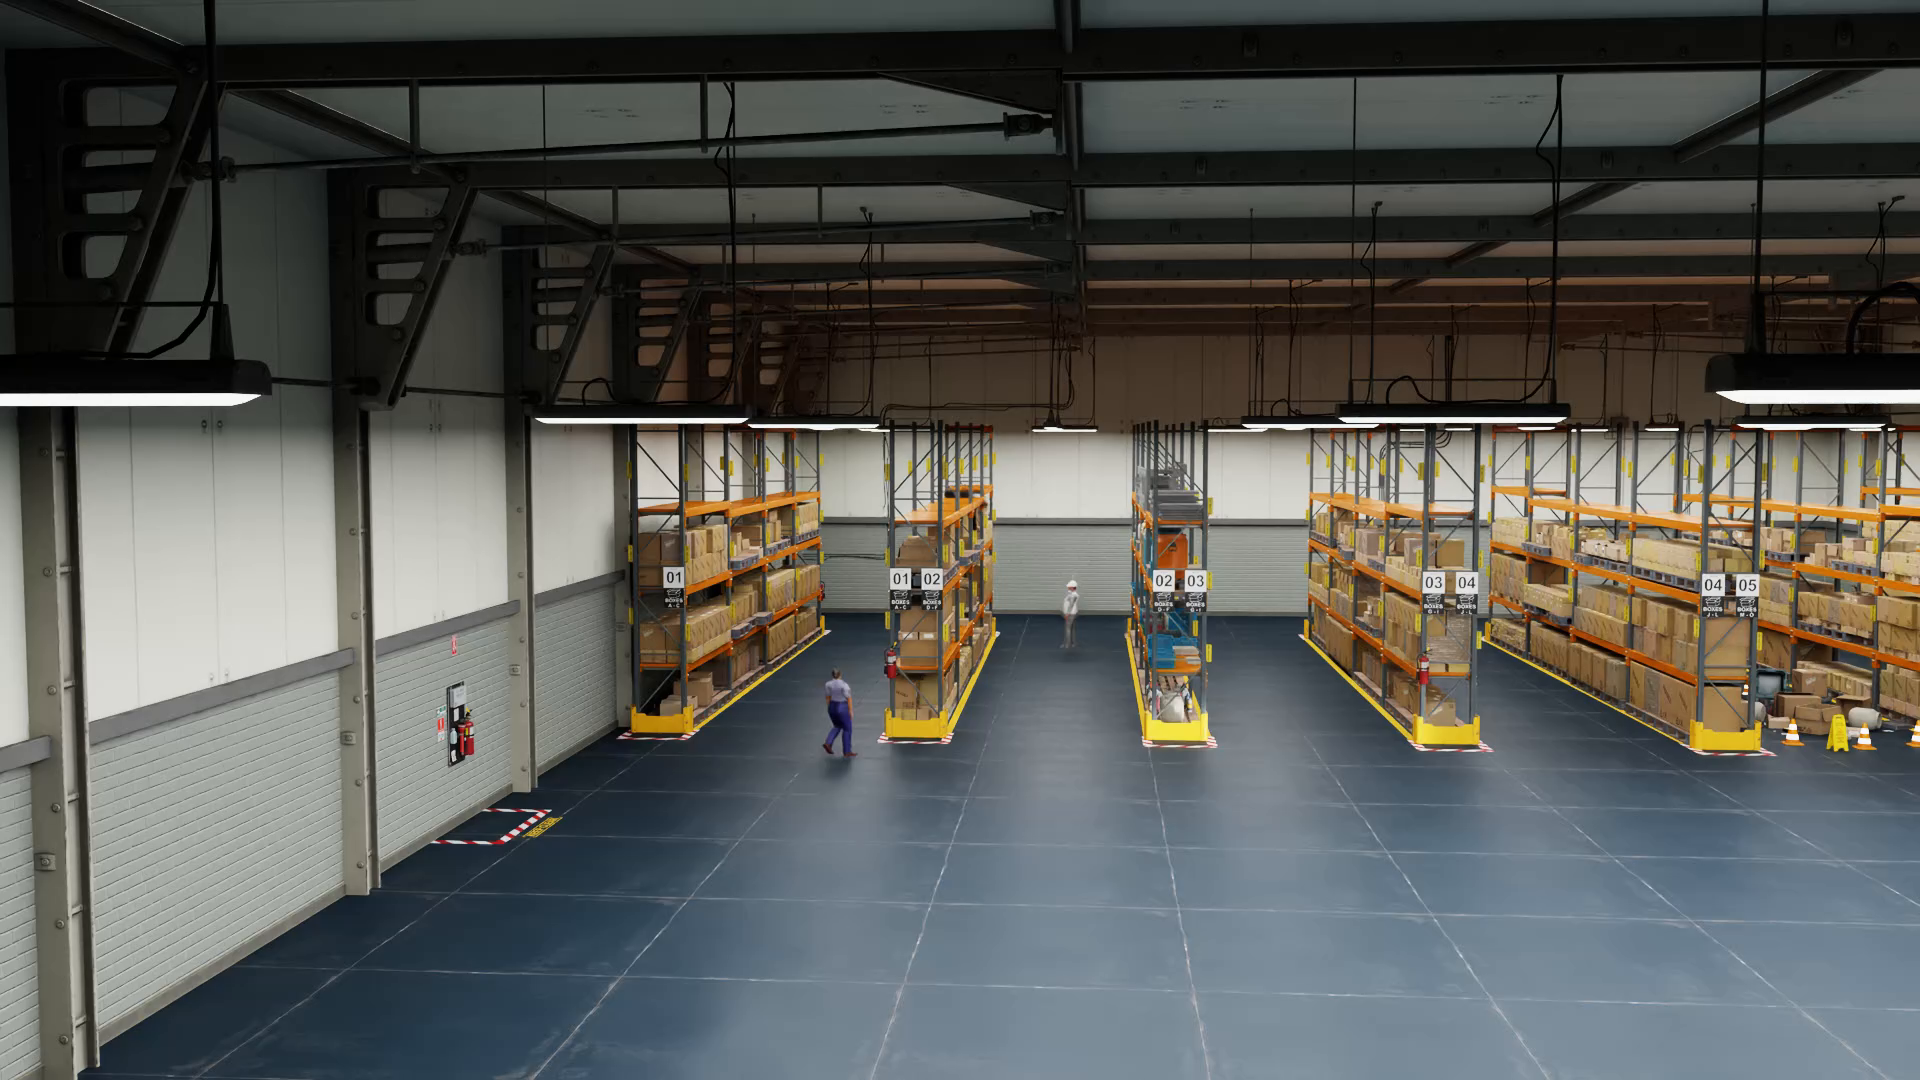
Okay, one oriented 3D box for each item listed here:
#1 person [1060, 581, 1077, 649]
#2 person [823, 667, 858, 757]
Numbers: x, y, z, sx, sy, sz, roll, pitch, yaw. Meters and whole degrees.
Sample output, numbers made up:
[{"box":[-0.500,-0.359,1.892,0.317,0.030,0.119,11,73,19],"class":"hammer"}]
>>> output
[{"box":[2.855,1.956,43.574,0.464,1.777,0.583,1,4,17],"class":"person"},{"box":[-2.131,3.047,29.598,0.567,1.628,0.527,3,5,39],"class":"person"}]
